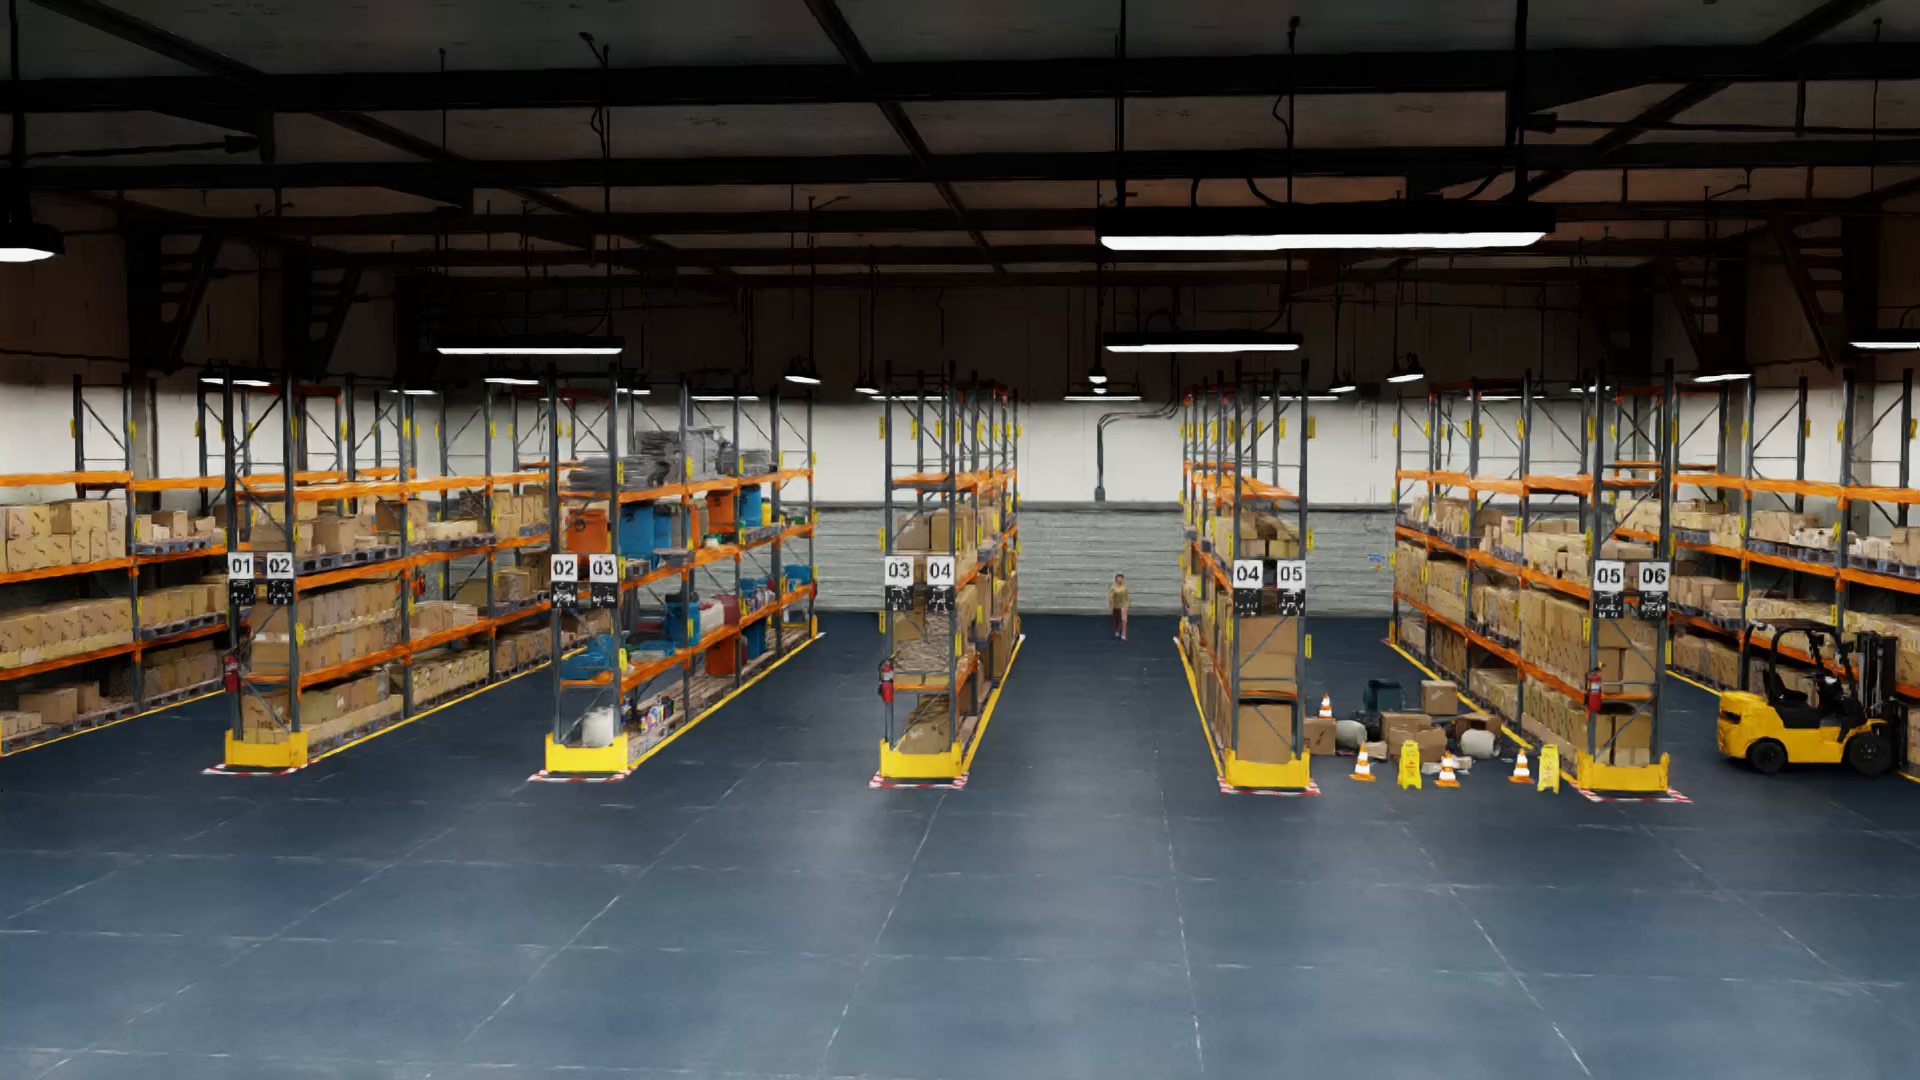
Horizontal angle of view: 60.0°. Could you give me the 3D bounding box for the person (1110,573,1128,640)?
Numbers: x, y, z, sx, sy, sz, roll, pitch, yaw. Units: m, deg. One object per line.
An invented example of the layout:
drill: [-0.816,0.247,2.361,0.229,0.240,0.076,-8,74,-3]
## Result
person: [3.810,1.569,39.894,0.448,1.588,1.109,0,4,7]

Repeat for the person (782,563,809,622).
person: [-4.229,1.381,42.877,0.534,1.598,0.940,2,4,27]

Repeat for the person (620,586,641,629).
person: [-8.283,1.408,41.992,0.554,1.650,0.700,3,5,41]
